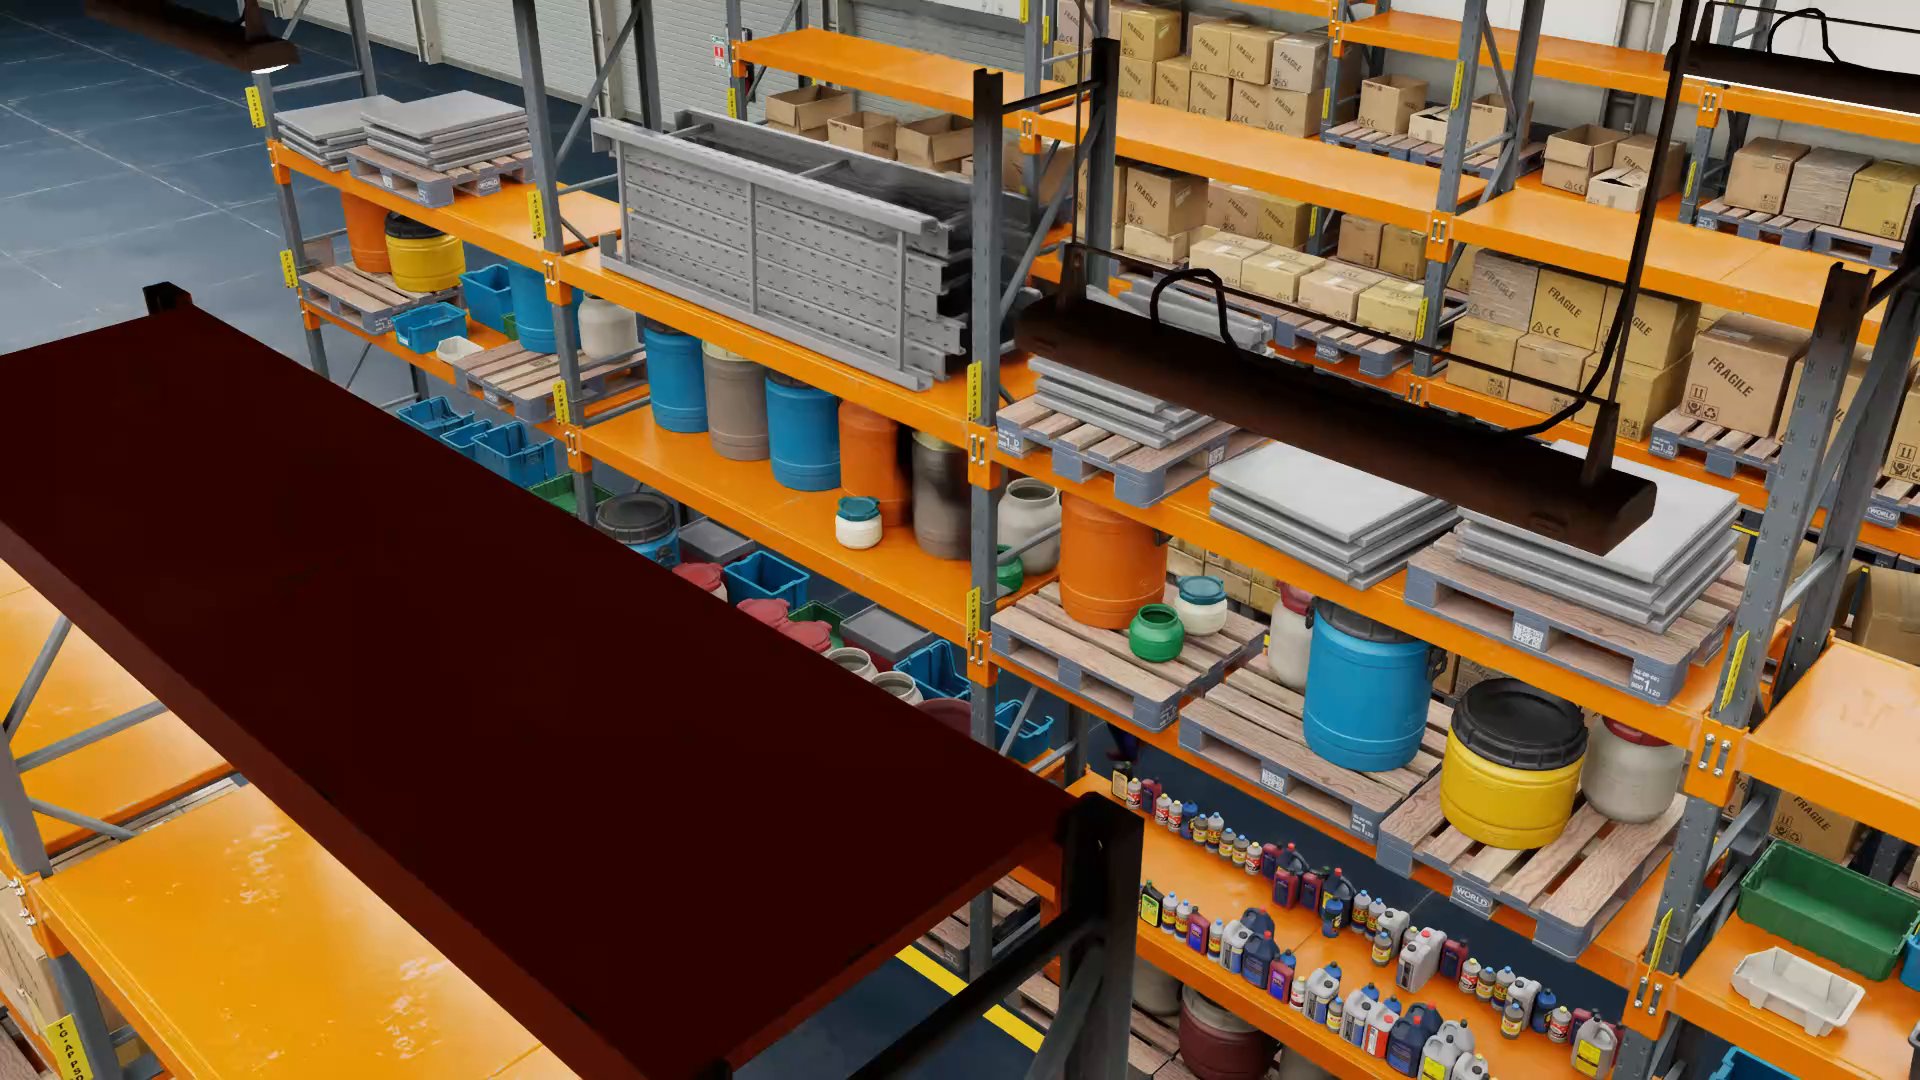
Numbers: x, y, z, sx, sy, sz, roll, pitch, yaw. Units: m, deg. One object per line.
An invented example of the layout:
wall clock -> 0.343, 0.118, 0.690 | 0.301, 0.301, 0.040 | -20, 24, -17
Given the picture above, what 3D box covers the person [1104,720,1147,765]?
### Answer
person -> 1.205, 0.939, 12.354 | 0.504, 1.616, 0.607 | 21, 35, 32
